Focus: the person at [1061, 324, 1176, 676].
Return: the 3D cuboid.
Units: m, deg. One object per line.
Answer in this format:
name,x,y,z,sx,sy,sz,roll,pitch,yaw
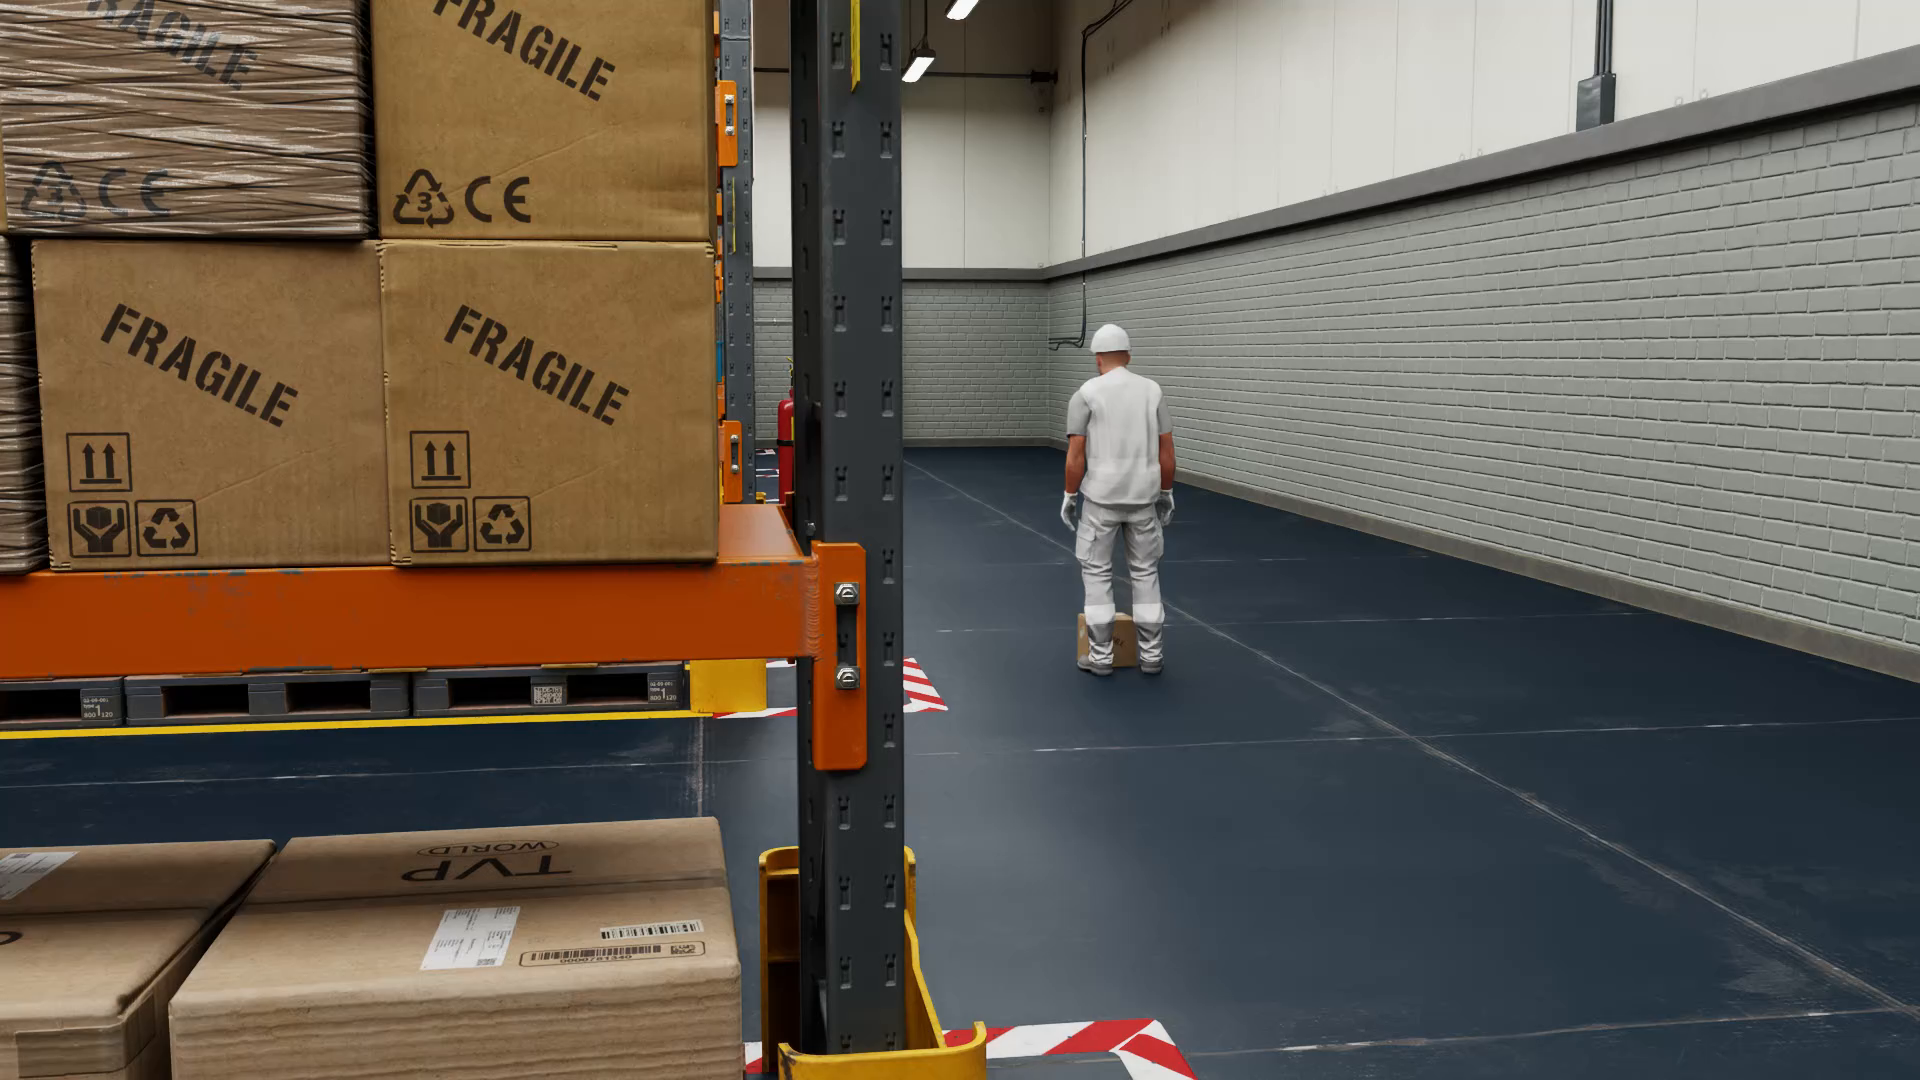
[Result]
person,0.805,-0.205,8.479,0.609,1.777,0.453,-1,7,-12
